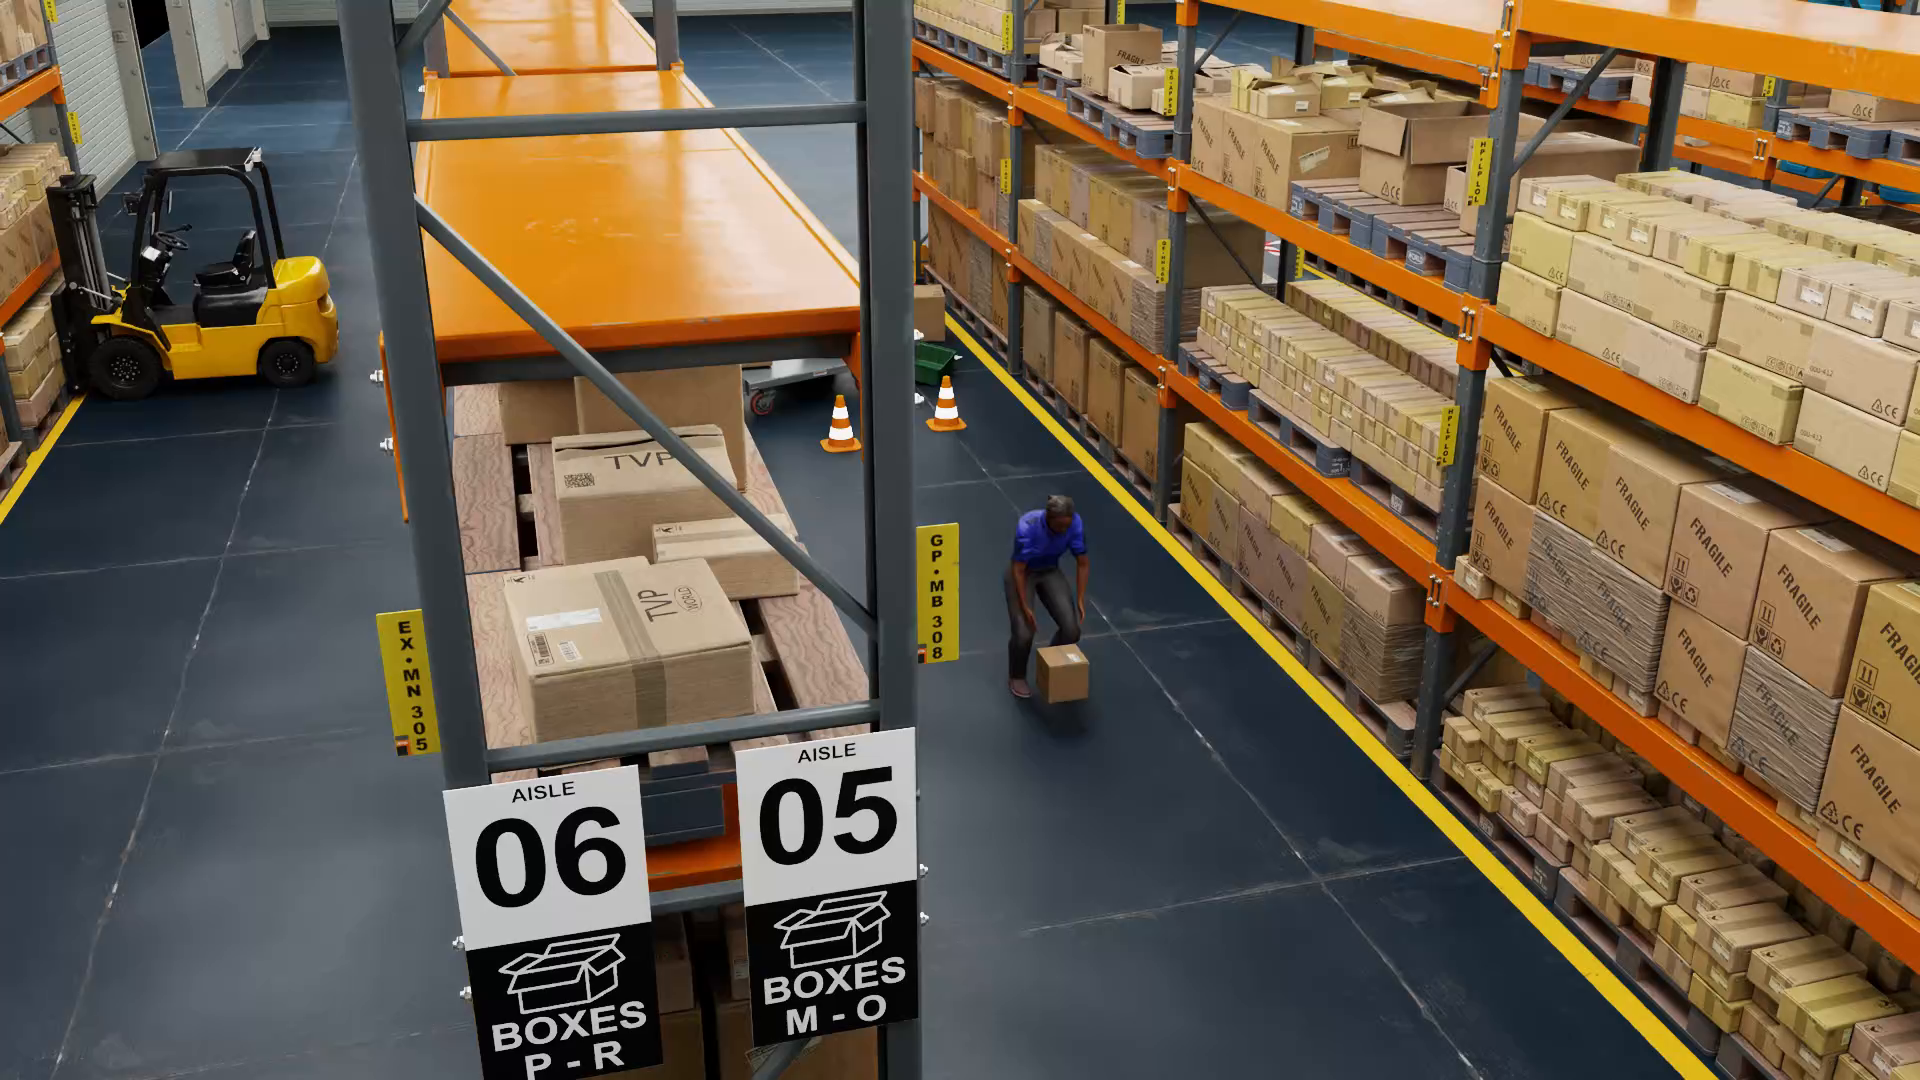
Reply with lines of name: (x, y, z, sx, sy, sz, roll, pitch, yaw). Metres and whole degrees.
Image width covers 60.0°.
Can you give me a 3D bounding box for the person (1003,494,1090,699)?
person: (0.535, 0.299, 10.302, 0.495, 1.389, 0.616, -6, 24, -14)
